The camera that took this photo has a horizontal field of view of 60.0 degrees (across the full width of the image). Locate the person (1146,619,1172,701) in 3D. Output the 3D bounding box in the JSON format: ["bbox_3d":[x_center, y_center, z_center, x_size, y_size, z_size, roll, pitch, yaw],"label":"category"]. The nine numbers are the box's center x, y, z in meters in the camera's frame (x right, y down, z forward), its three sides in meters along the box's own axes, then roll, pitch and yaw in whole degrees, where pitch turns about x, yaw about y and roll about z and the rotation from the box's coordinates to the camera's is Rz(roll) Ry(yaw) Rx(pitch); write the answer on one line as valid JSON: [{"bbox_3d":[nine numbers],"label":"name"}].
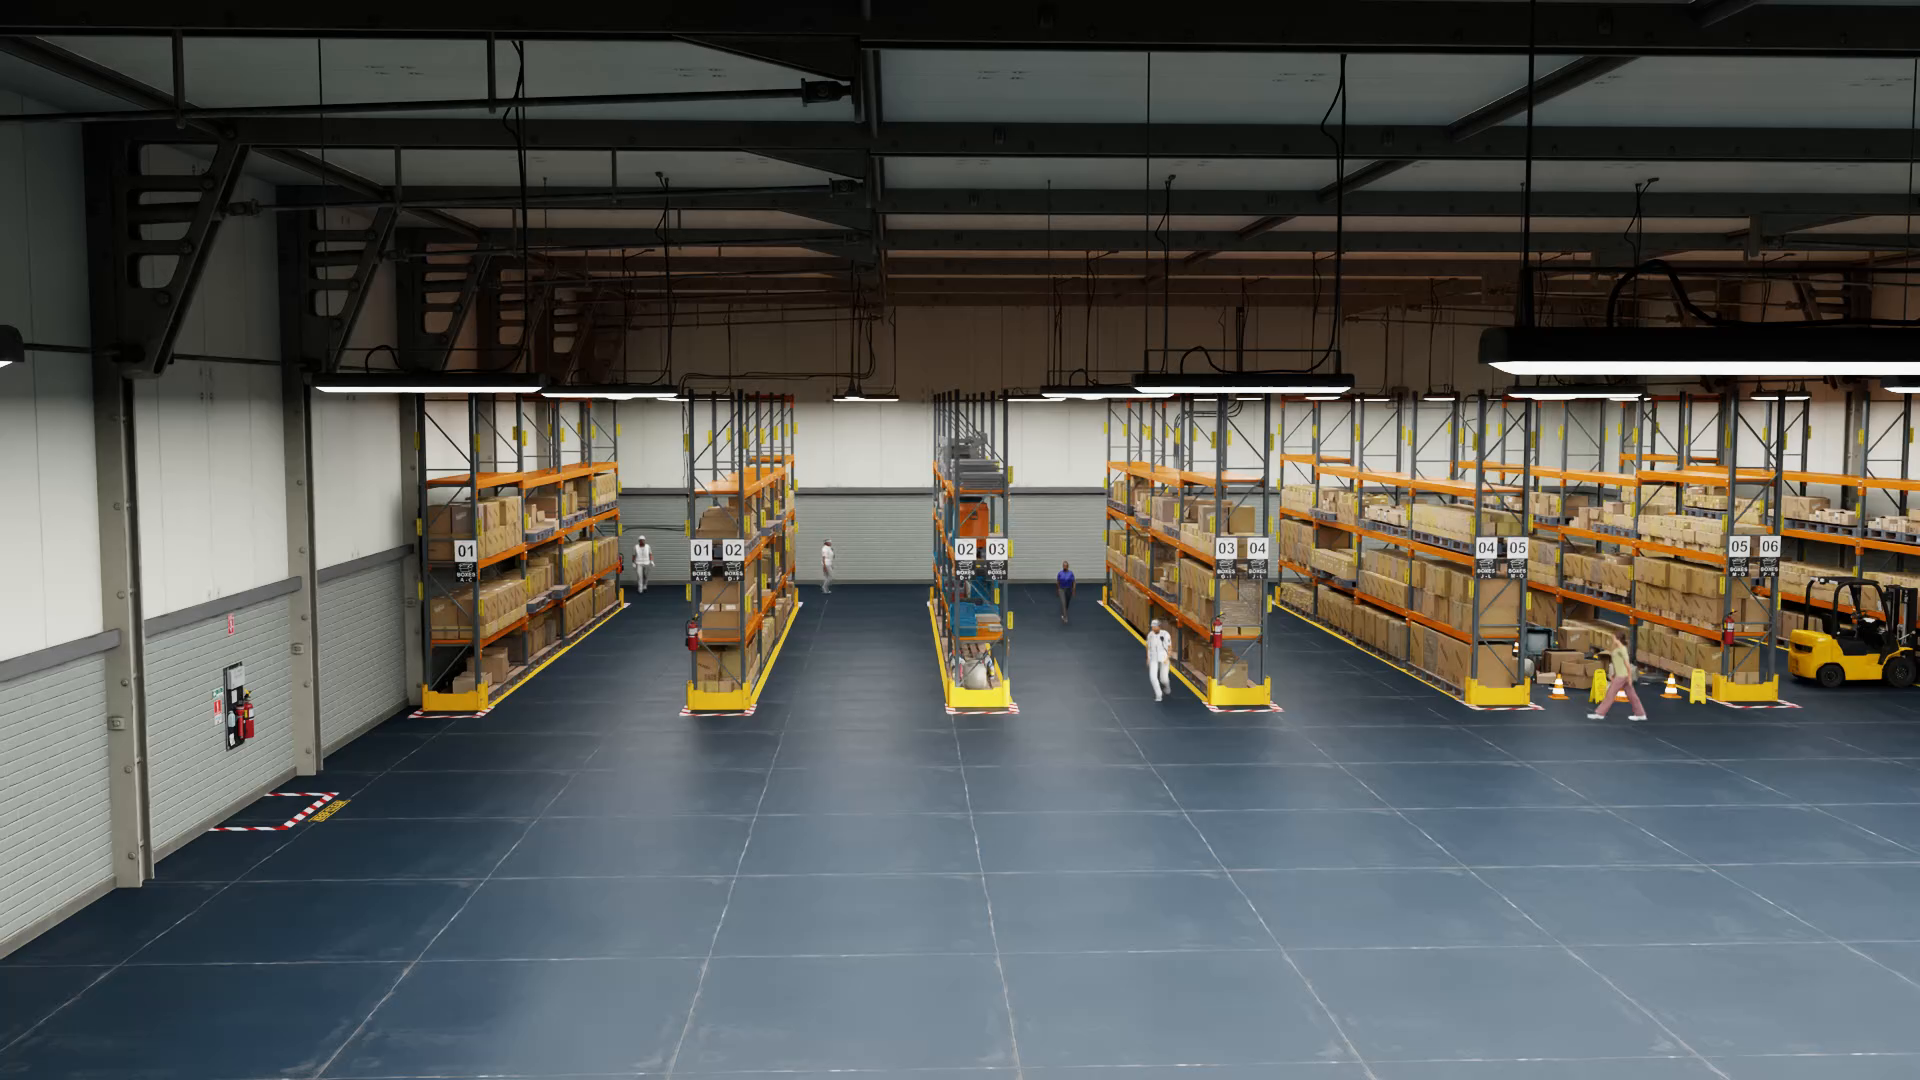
[{"bbox_3d":[3.875,2.310,32.359,0.519,1.577,0.688,2,5,20],"label":"person"}]

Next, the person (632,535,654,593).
[{"bbox_3d":[-9.617,0.727,50.463,0.631,1.738,1.087,-1,5,-17],"label":"person"}]

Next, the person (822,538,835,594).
[{"bbox_3d":[-3.985,0.783,50.273,0.412,1.696,0.464,0,5,1],"label":"person"}]

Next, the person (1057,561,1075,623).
[{"bbox_3d":[2.796,1.353,43.665,0.433,1.589,1.063,-1,5,-12],"label":"person"}]

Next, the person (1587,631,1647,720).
[{"bbox_3d":[11.883,2.444,30.037,1.020,1.597,0.476,1,5,18],"label":"person"}]
